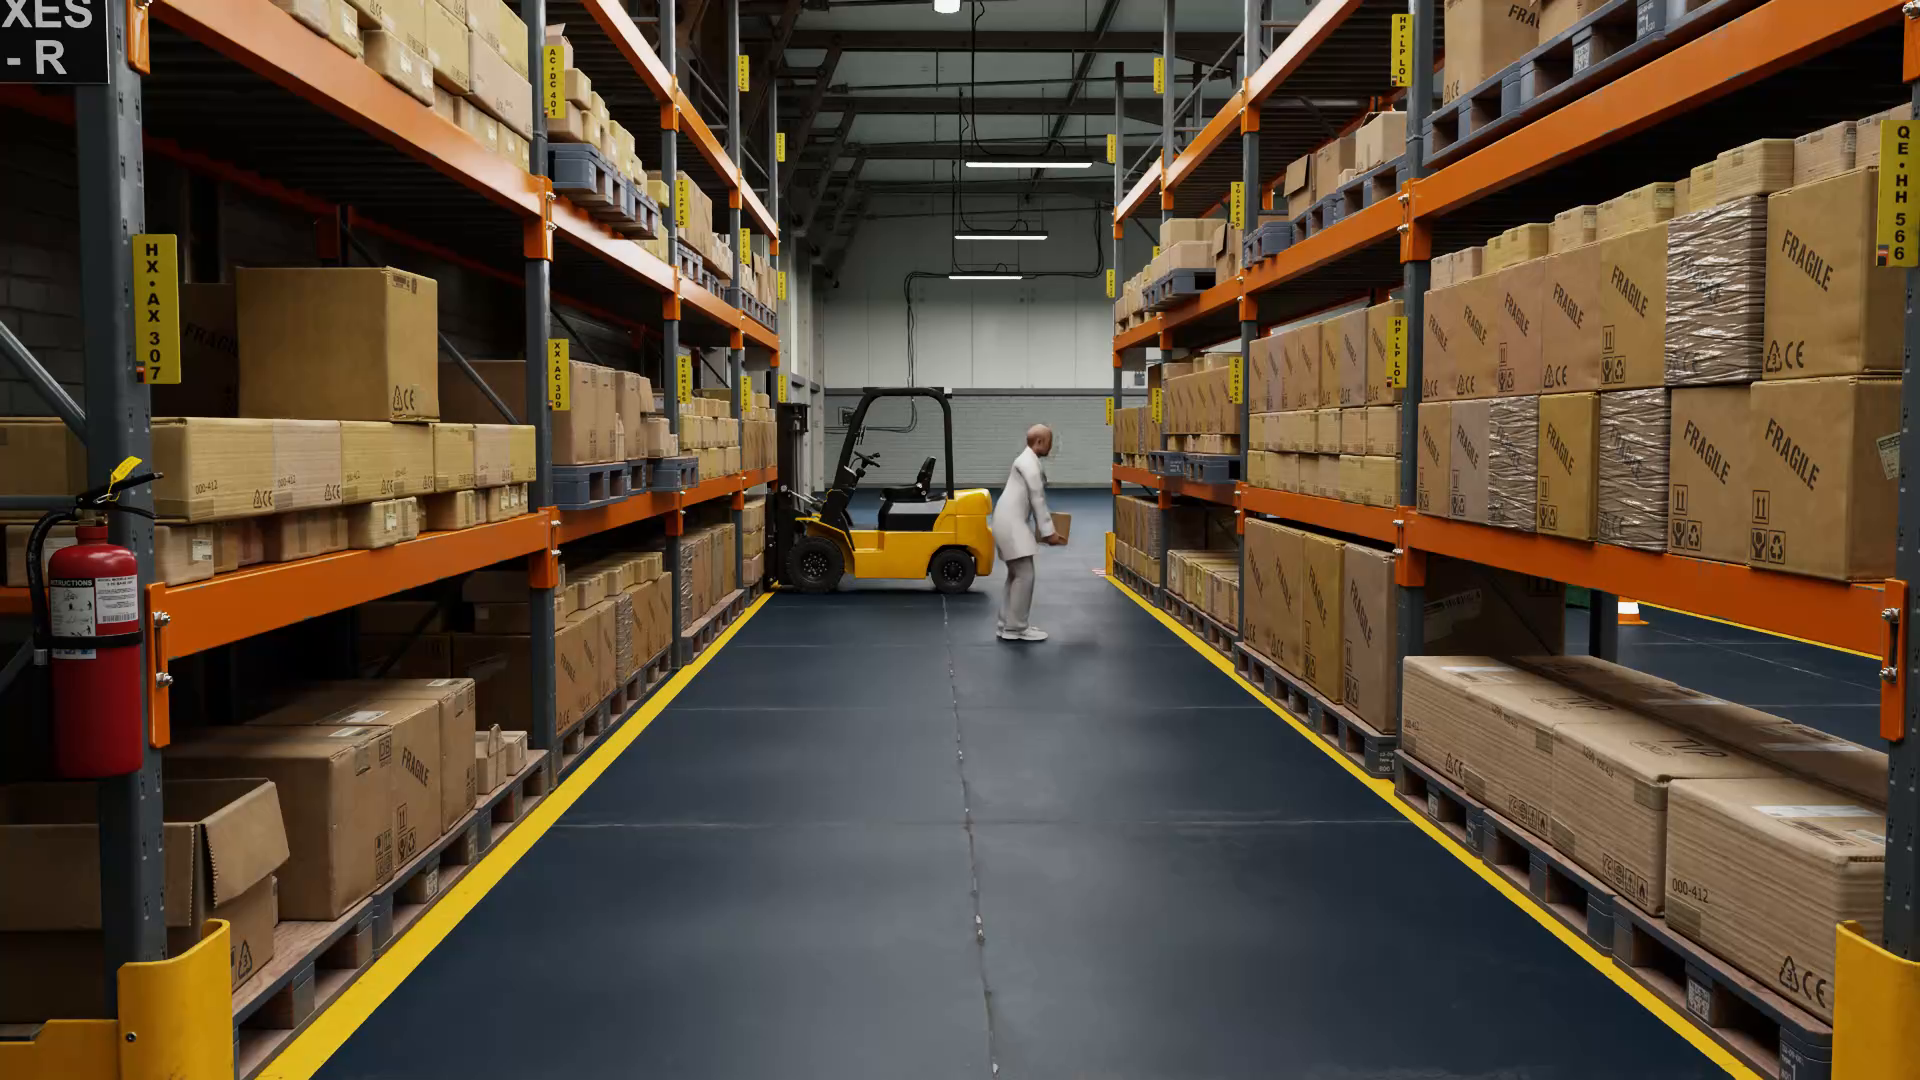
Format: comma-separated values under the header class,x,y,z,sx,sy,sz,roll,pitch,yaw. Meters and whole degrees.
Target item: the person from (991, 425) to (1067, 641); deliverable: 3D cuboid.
class,x,y,z,sx,sy,sz,roll,pitch,yaw
person,0.557,-0.063,13.520,0.601,1.744,0.530,0,4,-2
